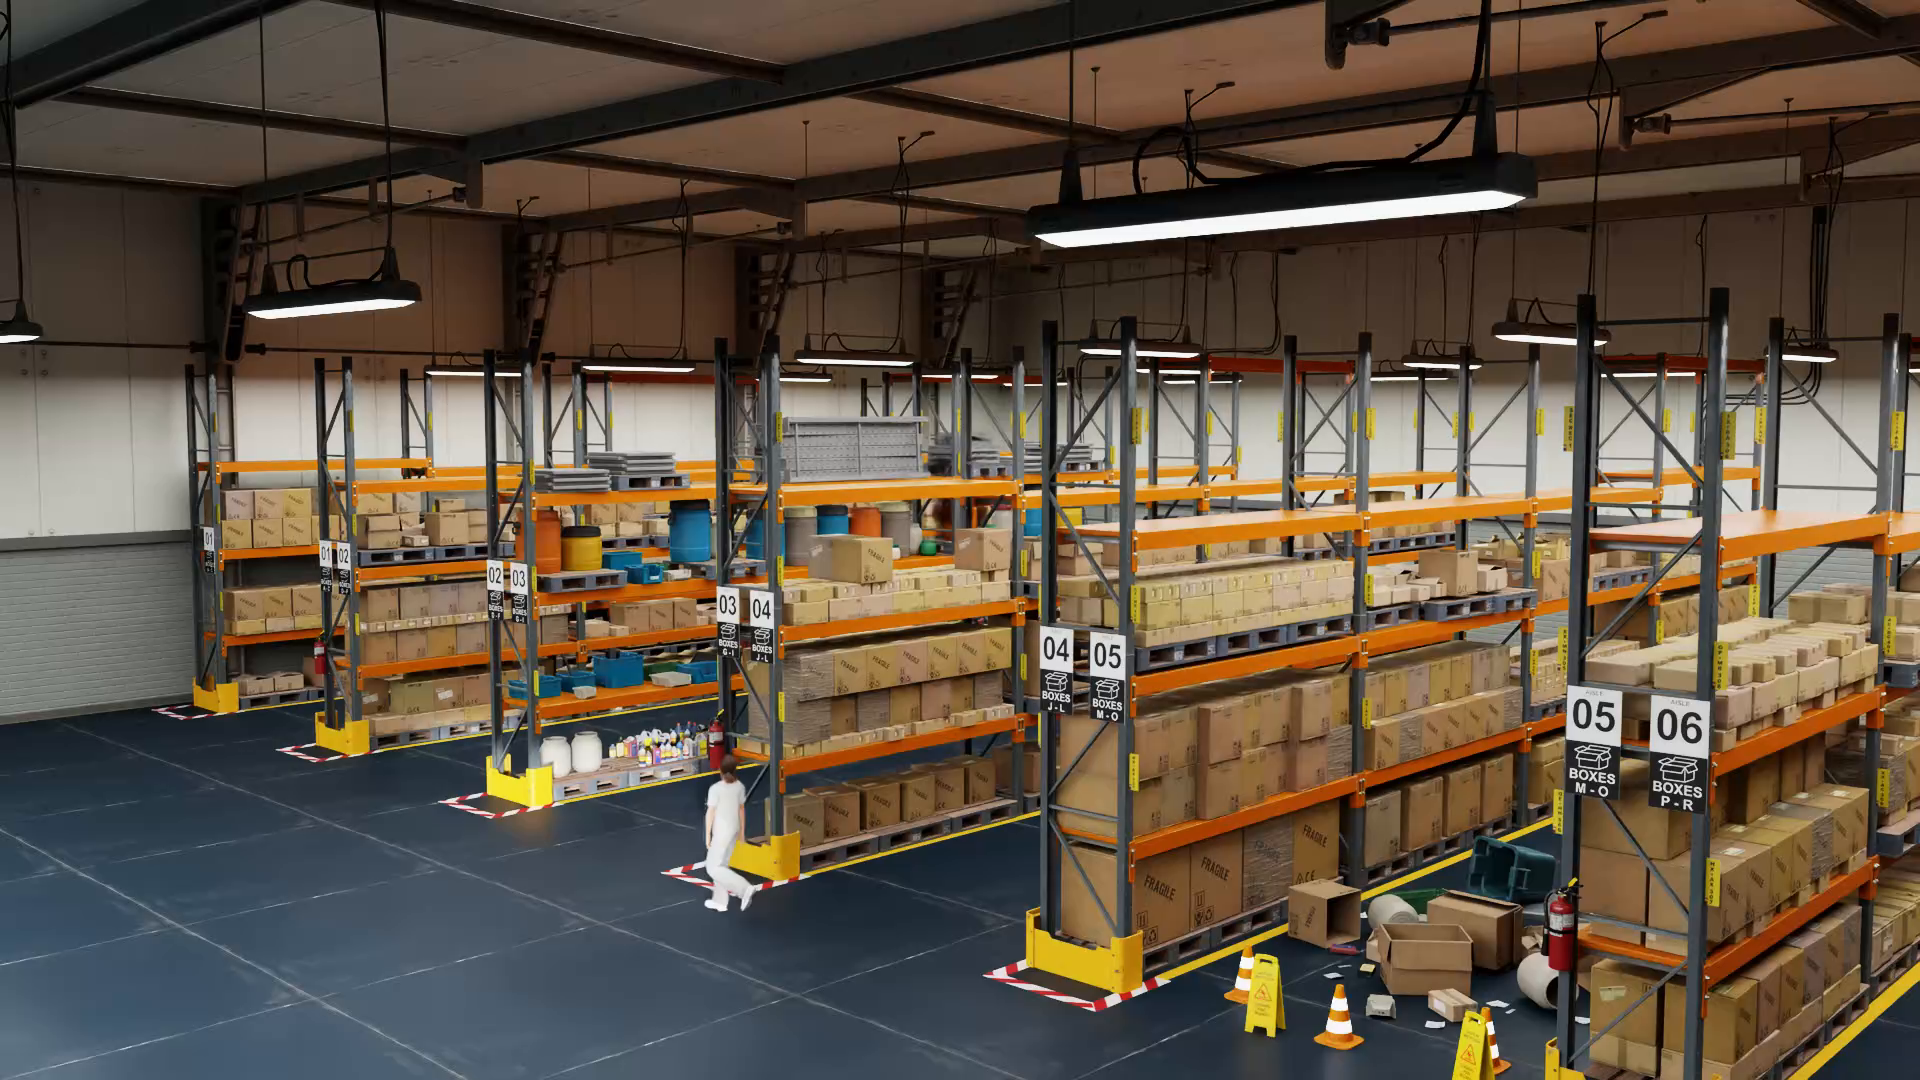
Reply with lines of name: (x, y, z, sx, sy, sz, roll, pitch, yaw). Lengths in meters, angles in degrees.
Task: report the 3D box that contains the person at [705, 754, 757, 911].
person: (-2.380, 3.021, 17.094, 0.691, 1.654, 0.438, 1, 5, 18)
